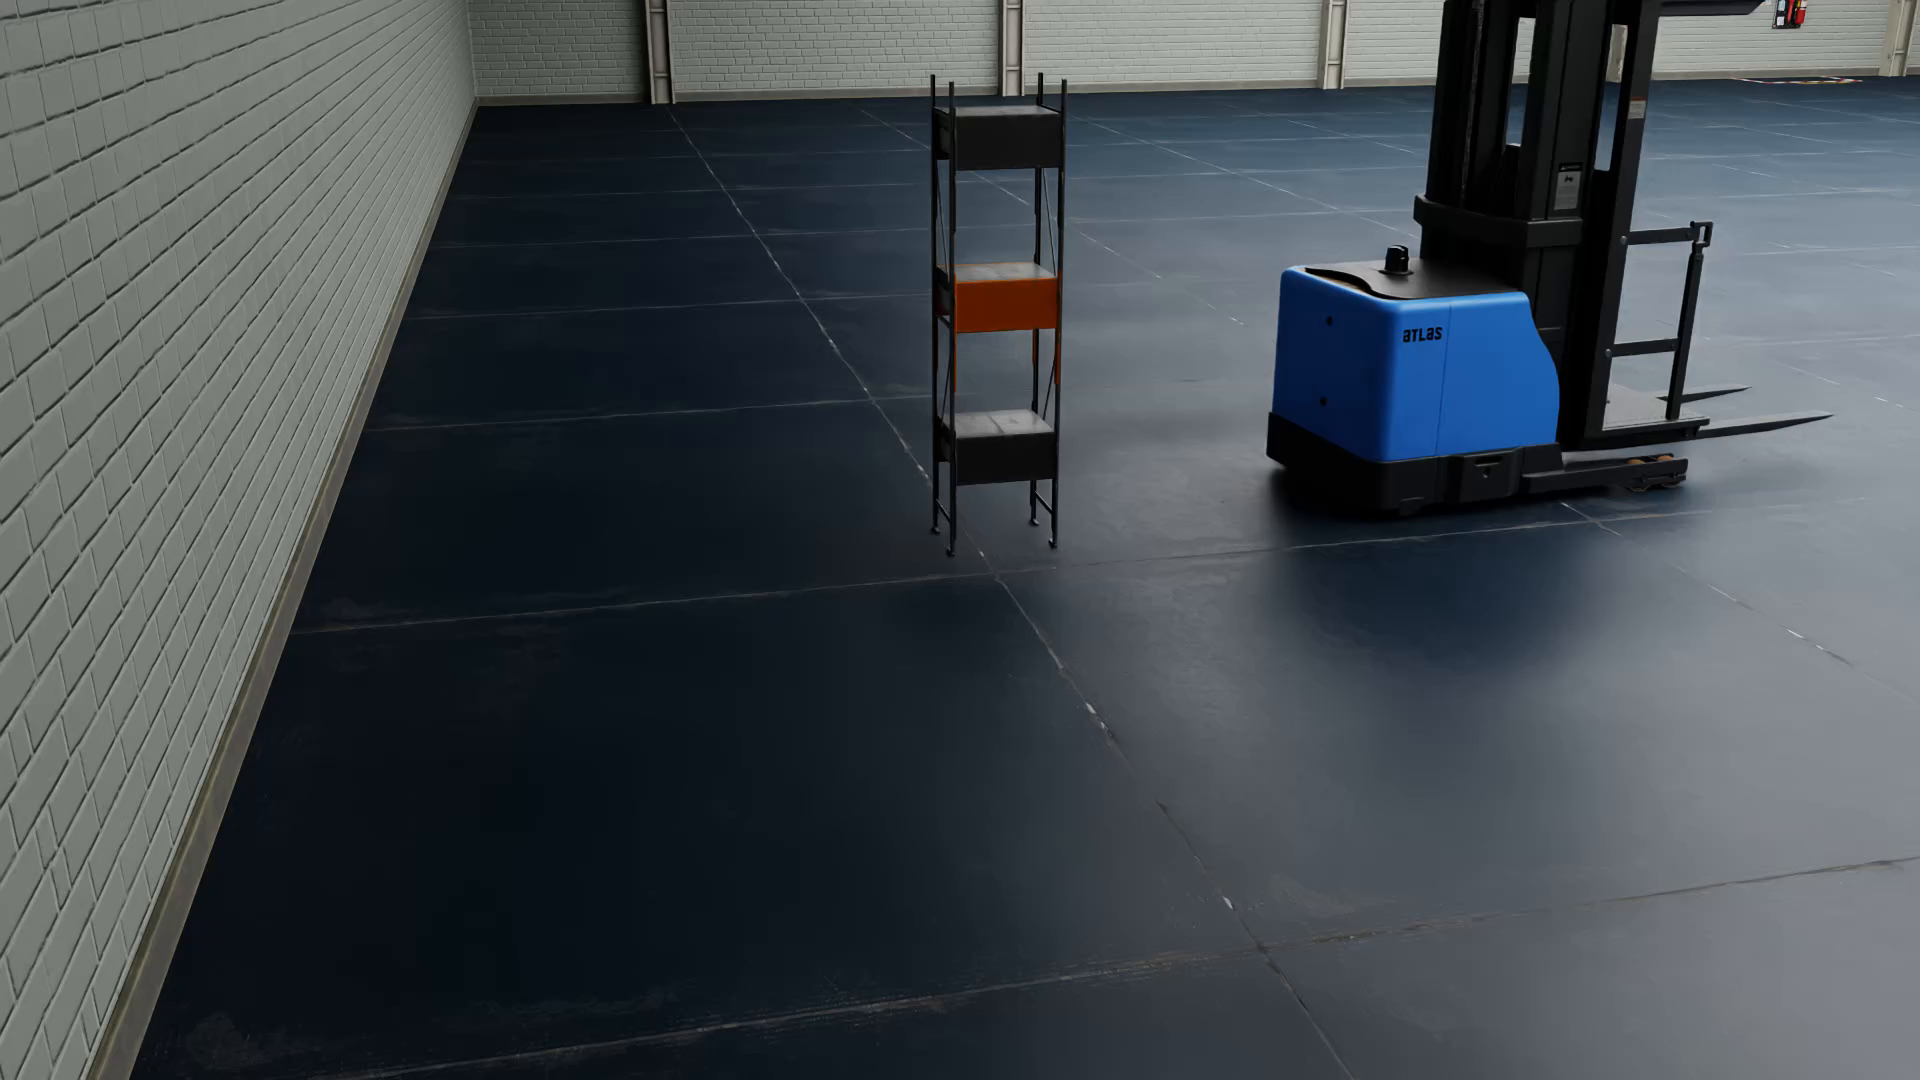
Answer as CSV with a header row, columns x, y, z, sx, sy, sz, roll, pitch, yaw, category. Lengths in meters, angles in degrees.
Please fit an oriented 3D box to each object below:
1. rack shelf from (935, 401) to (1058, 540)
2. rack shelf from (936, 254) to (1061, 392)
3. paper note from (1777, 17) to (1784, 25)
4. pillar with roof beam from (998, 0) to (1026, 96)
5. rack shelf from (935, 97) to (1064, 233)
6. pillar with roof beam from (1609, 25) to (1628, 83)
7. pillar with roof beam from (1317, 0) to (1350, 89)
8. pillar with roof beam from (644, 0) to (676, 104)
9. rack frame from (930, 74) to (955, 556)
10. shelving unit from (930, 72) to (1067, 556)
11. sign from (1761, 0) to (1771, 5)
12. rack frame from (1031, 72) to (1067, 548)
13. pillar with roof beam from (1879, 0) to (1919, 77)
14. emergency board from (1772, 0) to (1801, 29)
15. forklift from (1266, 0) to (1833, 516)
x,y,z,sx,sy,sz,roll,pitch,yaw,category
0.161,-0.329,7.735,0.480,0.518,0.431,-5,21,-12,rack shelf
0.161,-0.986,7.494,0.480,0.518,0.431,-5,21,-12,rack shelf
15.808,-9.999,32.031,0.142,0.148,0.016,-5,21,-12,paper note
1.884,-10.538,23.499,0.400,9.000,9.100,-5,21,-12,pillar with roof beam
0.161,-1.644,7.253,0.480,0.518,0.431,-5,21,-12,rack shelf
13.562,-11.488,26.092,0.400,9.000,9.100,-5,21,-12,pillar with roof beam
7.723,-11.013,24.795,0.400,9.000,9.100,-5,21,-12,pillar with roof beam
-3.955,-10.063,22.202,0.400,9.000,9.100,-5,21,-12,pillar with roof beam
-0.076,-0.980,7.436,0.015,2.100,0.400,-5,21,-12,rack frame
0.161,-0.999,7.489,0.503,2.100,0.431,-5,21,-12,shelving unit
15.435,-10.411,31.823,0.234,0.329,0.001,-5,21,-12,sign
0.399,-1.018,7.542,0.015,2.100,0.400,-5,21,-12,rack frame
19.401,-11.962,27.388,0.400,9.000,9.100,-5,21,-12,pillar with roof beam
15.984,-10.409,31.870,0.626,1.169,0.157,-5,21,-12,emergency board
3.202,-1.783,8.421,3.031,2.935,1.130,-7,21,-18,forklift
